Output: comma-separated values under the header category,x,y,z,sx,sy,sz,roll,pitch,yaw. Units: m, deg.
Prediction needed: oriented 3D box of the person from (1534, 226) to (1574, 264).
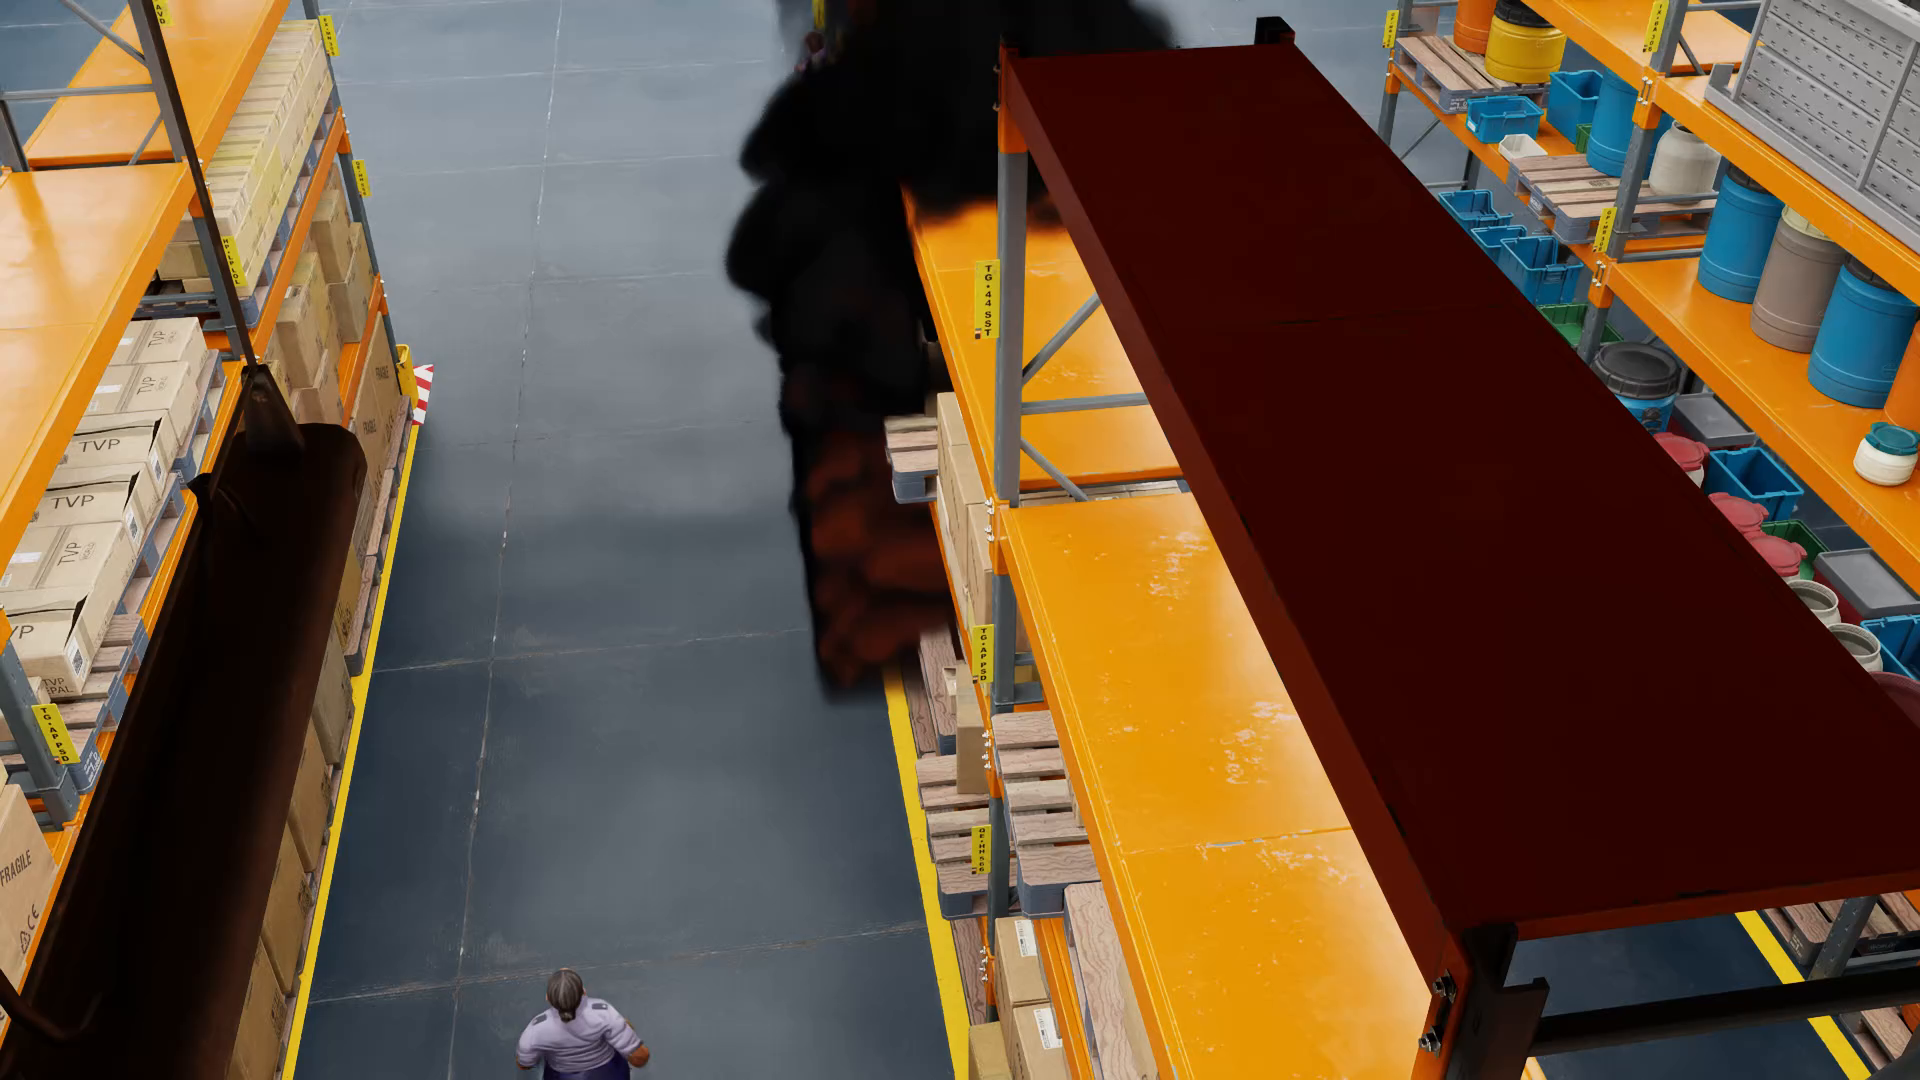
category,x,y,z,sx,sy,sz,roll,pitch,yaw
person,5.625,-2.928,15.609,0.585,1.617,0.564,-12,38,-16

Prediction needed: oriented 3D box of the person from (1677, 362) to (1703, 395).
category,x,y,z,sx,sy,sz,roll,pitch,yaw
person,6.215,-1.792,13.949,0.596,1.742,0.792,-6,37,-8

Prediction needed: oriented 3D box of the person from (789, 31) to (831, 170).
category,x,y,z,sx,sy,sz,roll,pitch,yaw
person,-1.658,-4.969,18.892,0.642,1.603,0.513,13,38,18

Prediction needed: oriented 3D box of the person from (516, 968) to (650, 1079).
category,x,y,z,sx,sy,sz,roll,pitch,yaw
person,-1.815,2.586,8.091,0.606,1.623,0.556,-11,38,-15
